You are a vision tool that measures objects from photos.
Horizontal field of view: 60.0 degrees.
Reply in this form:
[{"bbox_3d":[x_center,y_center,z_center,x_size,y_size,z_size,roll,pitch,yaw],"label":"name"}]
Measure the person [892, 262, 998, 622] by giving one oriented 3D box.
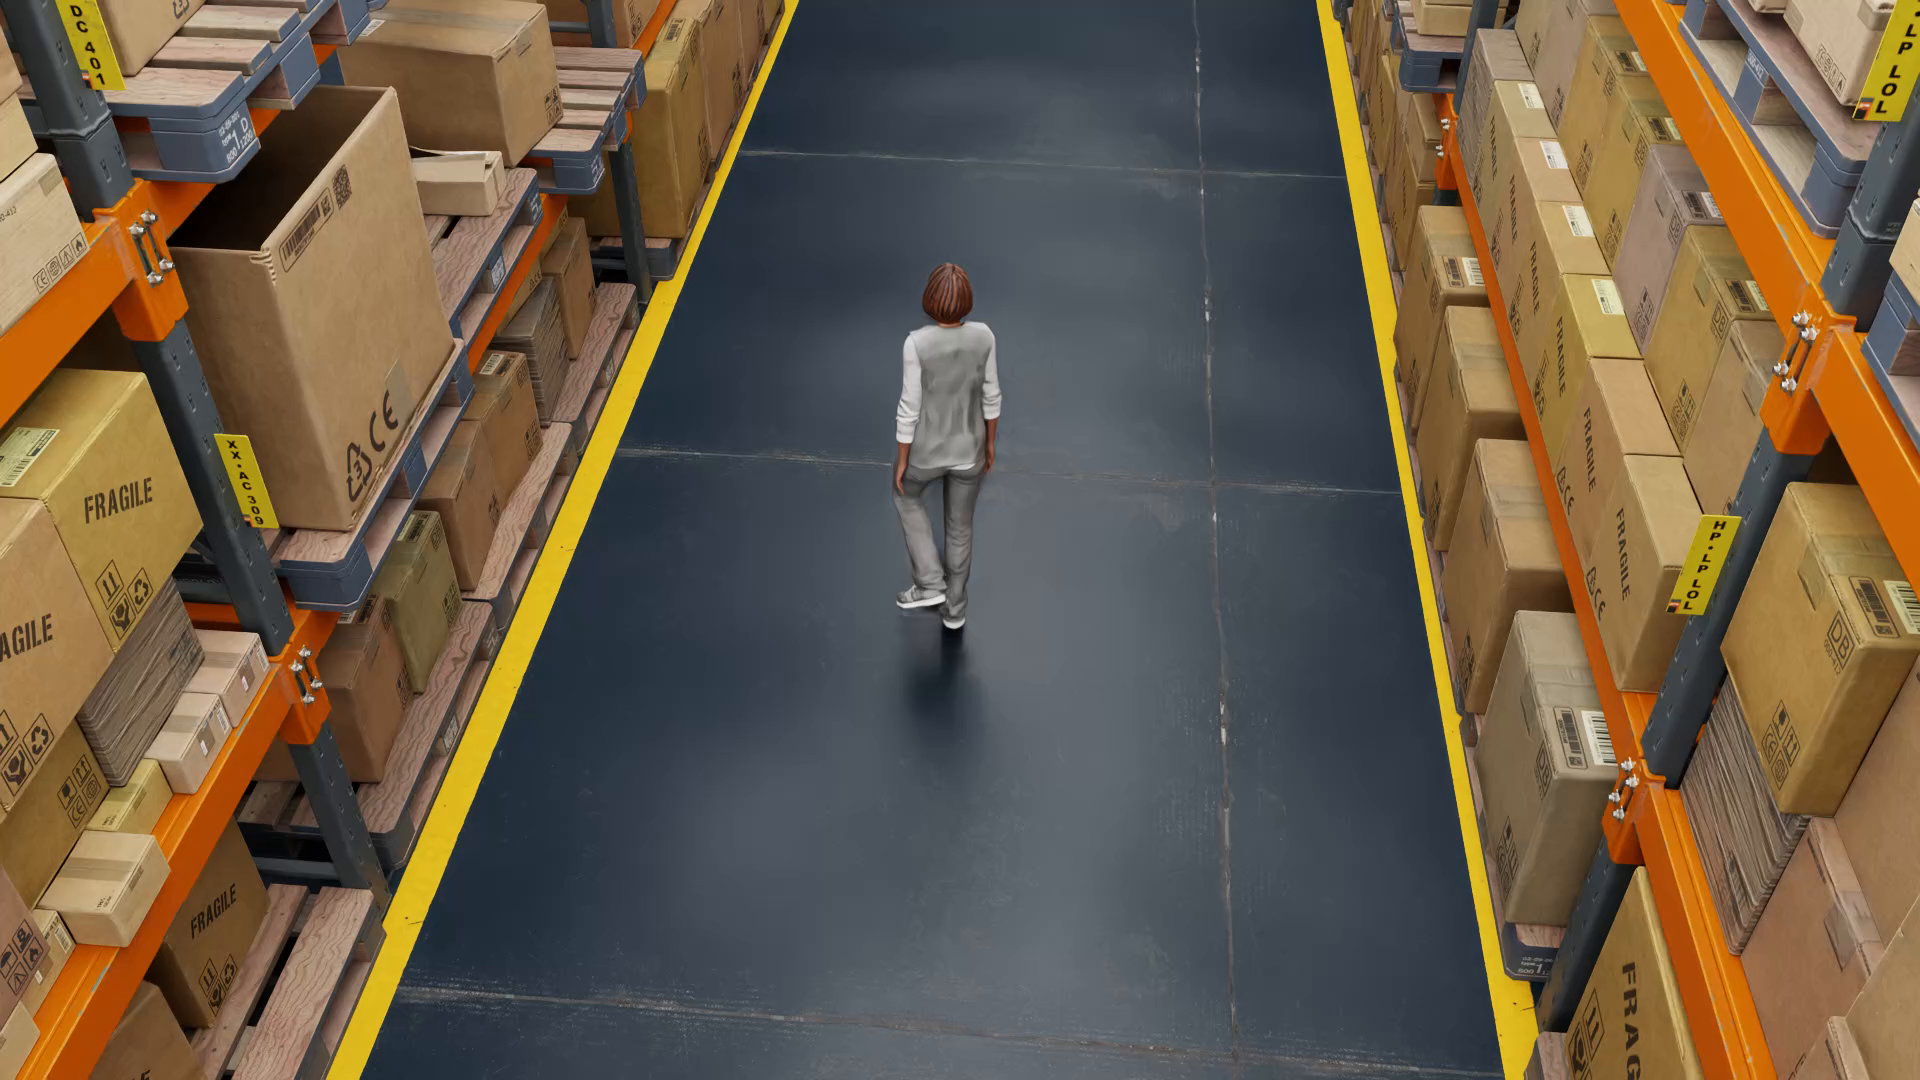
[{"bbox_3d":[-0.053,-0.360,6.521,0.437,1.502,0.427,-9,41,-10],"label":"person"}]
